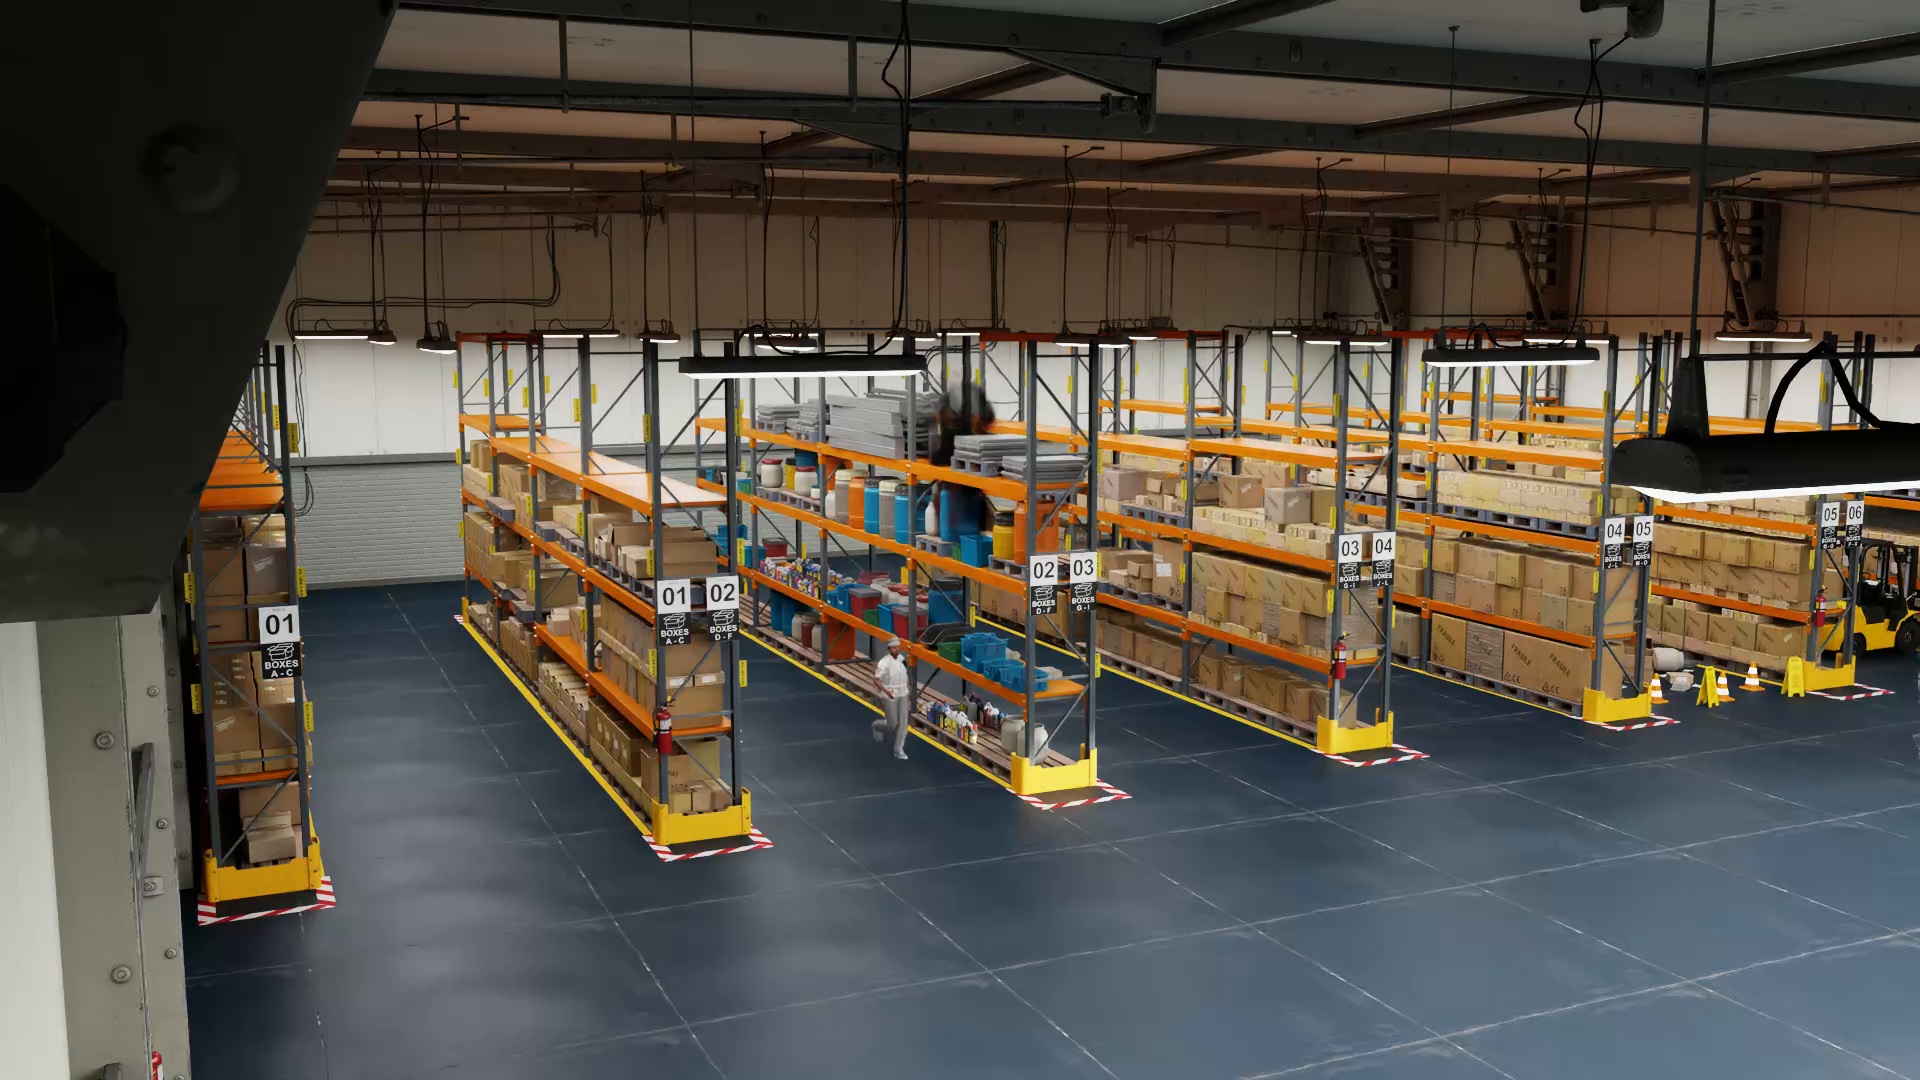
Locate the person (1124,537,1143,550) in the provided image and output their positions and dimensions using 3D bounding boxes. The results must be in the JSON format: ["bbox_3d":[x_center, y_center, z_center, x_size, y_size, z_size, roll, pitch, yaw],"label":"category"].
[{"bbox_3d":[4.439,-0.188,42.256,0.834,1.730,0.638,-5,9,-31],"label":"person"}]

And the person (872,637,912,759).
[{"bbox_3d":[-0.911,2.139,22.866,0.577,1.672,0.737,-5,9,-35],"label":"person"}]
